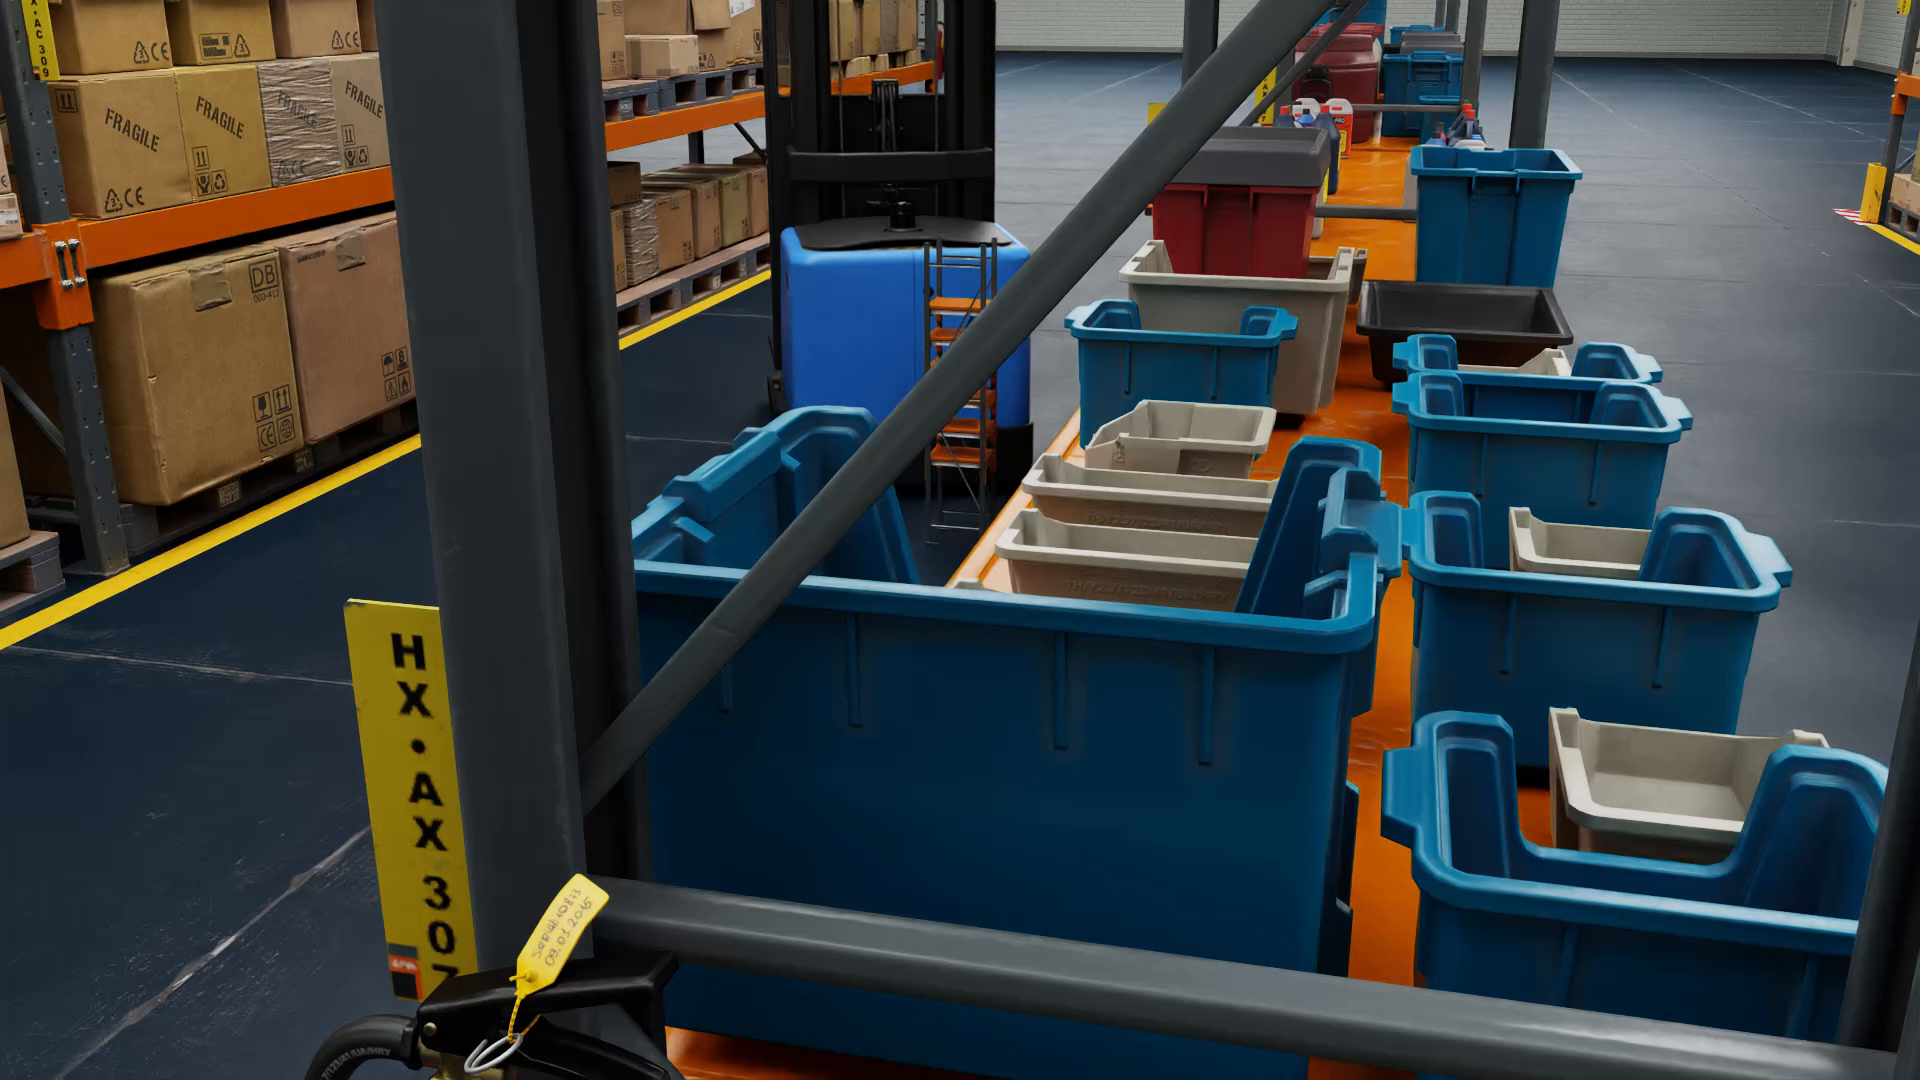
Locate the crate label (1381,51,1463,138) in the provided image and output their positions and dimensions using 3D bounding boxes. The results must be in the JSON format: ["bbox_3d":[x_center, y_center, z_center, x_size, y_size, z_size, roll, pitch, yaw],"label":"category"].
[{"bbox_3d":[2.613,-2.499,9.308,0.502,0.435,0.616,5,19,13],"label":"crate label"}]

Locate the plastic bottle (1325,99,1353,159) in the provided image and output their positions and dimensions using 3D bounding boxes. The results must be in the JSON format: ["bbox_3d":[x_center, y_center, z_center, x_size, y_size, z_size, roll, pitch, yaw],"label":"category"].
[{"bbox_3d":[1.836,-2.011,8.128,0.152,0.276,0.135,5,19,13],"label":"plastic bottle"}]

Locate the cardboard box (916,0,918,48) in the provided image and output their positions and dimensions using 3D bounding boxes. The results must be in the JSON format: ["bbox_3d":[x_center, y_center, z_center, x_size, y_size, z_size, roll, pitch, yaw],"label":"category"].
[{"bbox_3d":[-0.902,-5.109,16.389,0.875,0.500,0.500,5,19,13],"label":"cardboard box"}]

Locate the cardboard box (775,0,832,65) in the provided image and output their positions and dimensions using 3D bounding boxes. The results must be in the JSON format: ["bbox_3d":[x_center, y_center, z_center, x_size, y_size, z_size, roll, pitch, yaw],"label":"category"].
[{"bbox_3d":[-1.548,-4.161,13.615,0.875,0.500,0.500,5,19,13],"label":"cardboard box"}]

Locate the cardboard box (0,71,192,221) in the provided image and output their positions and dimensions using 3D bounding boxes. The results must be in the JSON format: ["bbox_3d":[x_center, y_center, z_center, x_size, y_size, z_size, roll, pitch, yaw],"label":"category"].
[{"bbox_3d":[-3.318,-1.501,6.288,0.500,0.500,0.500,5,19,14],"label":"cardboard box"}]

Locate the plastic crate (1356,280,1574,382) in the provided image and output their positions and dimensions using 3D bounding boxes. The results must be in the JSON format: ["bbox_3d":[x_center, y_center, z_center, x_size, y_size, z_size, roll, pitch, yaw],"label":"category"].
[{"bbox_3d":[1.117,-0.465,3.740,0.437,0.125,0.590,5,19,13],"label":"plastic crate"}]

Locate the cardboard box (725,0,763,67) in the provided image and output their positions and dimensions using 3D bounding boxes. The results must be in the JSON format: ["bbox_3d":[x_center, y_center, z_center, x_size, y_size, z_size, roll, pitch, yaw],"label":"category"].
[{"bbox_3d":[-2.048,-4.082,12.419,1.000,1.000,1.000,5,19,14],"label":"cardboard box"}]

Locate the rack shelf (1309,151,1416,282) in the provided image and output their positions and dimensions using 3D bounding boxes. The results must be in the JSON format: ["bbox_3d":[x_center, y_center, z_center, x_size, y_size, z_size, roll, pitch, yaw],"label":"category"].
[{"bbox_3d":[1.619,-1.225,6.746,1.077,0.370,4.000,5,19,13],"label":"rack shelf"}]

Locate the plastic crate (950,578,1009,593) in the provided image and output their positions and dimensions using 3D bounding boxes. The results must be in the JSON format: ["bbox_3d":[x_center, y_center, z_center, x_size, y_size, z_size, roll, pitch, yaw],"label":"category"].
[{"bbox_3d":[0.177,0.142,1.947,0.396,0.136,0.243,5,19,13],"label":"plastic crate"}]

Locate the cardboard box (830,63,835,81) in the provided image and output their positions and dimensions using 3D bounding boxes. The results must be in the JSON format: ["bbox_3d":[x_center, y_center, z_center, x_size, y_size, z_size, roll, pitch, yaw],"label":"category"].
[{"bbox_3d":[-1.266,-3.920,13.911,0.380,0.149,0.250,5,19,13],"label":"cardboard box"}]

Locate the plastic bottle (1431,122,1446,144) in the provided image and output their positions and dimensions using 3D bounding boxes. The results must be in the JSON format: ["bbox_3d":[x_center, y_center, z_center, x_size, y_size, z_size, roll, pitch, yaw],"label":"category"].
[{"bbox_3d":[1.958,-1.572,6.829,0.061,0.283,0.133,5,19,13],"label":"plastic bottle"}]

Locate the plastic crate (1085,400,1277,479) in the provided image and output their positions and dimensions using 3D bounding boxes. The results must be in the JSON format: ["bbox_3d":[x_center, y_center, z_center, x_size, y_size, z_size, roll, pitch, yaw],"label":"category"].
[{"bbox_3d":[0.360,-0.131,2.747,0.298,0.136,0.250,5,19,13],"label":"plastic crate"}]

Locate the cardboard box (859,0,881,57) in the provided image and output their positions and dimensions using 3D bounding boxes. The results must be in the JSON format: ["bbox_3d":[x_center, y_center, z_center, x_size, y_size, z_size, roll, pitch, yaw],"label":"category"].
[{"bbox_3d":[-1.205,-4.633,14.997,0.875,0.500,0.500,5,19,13],"label":"cardboard box"}]

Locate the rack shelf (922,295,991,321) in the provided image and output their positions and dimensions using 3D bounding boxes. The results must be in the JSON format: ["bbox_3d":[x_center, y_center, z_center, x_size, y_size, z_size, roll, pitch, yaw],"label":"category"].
[{"bbox_3d":[0.004,-0.871,6.405,0.258,0.103,0.180,5,19,13],"label":"rack shelf"}]

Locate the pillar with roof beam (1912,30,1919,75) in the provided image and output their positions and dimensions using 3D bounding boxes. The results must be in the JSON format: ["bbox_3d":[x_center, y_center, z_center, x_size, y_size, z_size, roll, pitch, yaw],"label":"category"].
[{"bbox_3d":[16.026,-14.331,34.722,9.100,9.000,0.400,5,19,13],"label":"pillar with roof beam"}]

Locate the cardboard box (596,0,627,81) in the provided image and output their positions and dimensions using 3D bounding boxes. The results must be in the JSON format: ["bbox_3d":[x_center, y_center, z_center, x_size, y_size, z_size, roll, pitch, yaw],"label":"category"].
[{"bbox_3d":[-2.563,-3.185,10.566,0.700,0.500,0.500,8,20,21],"label":"cardboard box"}]

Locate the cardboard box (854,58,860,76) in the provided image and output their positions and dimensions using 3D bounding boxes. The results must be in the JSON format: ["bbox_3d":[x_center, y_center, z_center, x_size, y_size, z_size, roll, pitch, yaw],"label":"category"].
[{"bbox_3d":[-1.092,-4.156,14.602,0.380,0.149,0.250,5,19,13],"label":"cardboard box"}]

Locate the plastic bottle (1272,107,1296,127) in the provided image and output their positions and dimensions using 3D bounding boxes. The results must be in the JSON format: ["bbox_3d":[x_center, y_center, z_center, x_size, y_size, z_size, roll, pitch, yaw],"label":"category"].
[{"bbox_3d":[1.307,-1.574,6.732,0.144,0.351,0.185,5,19,13],"label":"plastic bottle"}]

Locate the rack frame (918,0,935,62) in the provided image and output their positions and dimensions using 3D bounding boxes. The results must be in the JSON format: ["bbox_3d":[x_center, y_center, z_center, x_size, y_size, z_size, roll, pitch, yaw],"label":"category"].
[{"bbox_3d":[-0.741,-5.091,16.951,1.000,3.000,0.127,5,19,13],"label":"rack frame"}]

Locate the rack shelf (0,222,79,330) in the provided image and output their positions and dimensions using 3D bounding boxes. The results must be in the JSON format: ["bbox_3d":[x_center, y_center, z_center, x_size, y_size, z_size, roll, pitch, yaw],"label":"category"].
[{"bbox_3d":[-4.161,-0.362,4.221,1.077,0.370,4.000,5,19,13],"label":"rack shelf"}]

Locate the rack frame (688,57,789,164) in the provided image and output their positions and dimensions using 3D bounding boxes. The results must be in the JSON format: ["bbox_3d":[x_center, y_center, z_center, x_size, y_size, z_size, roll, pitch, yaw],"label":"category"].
[{"bbox_3d":[-1.718,-3.837,13.281,1.000,3.000,0.127,5,19,13],"label":"rack frame"}]

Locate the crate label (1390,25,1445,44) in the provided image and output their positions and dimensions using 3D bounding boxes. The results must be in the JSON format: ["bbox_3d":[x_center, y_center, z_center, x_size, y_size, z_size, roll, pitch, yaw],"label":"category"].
[{"bbox_3d":[3.875,-4.118,14.049,0.502,0.435,0.616,5,19,13],"label":"crate label"}]

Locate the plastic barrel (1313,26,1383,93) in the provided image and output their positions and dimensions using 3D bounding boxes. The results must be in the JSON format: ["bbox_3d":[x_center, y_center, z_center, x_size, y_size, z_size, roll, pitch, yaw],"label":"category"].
[{"bbox_3d":[2.459,-2.998,10.613,0.433,0.535,0.433,0,19,0],"label":"plastic barrel"}]

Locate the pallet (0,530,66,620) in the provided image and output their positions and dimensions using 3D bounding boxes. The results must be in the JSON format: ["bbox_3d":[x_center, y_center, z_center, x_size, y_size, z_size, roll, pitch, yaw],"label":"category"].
[{"bbox_3d":[-3.934,0.222,5.711,1.003,0.211,1.213,5,19,13],"label":"pallet"}]

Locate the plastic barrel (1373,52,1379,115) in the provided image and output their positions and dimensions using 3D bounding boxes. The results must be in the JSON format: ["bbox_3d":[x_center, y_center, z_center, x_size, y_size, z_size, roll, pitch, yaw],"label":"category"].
[{"bbox_3d":[2.152,-2.584,9.440,0.421,0.512,0.421,0,19,0],"label":"plastic barrel"}]

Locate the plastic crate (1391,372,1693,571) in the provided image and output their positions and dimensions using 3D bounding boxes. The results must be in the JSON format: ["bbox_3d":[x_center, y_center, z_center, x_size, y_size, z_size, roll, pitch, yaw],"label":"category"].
[{"bbox_3d":[0.854,-0.098,2.500,0.416,0.233,0.300,5,19,13],"label":"plastic crate"}]

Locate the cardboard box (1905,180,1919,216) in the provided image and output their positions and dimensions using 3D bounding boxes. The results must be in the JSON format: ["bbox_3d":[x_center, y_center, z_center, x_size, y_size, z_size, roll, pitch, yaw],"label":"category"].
[{"bbox_3d":[8.399,-2.897,14.134,0.500,0.250,0.500,5,19,13],"label":"cardboard box"}]

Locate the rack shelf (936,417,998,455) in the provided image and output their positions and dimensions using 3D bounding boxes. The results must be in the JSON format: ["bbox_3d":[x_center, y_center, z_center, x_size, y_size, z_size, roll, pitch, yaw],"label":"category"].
[{"bbox_3d":[0.004,-0.417,6.560,0.258,0.103,0.180,5,19,13],"label":"rack shelf"}]

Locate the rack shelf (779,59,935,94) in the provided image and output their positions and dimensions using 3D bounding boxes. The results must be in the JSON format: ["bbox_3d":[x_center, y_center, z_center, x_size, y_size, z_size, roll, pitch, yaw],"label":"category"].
[{"bbox_3d":[-1.229,-4.123,15.232,1.077,0.370,4.000,5,19,13],"label":"rack shelf"}]

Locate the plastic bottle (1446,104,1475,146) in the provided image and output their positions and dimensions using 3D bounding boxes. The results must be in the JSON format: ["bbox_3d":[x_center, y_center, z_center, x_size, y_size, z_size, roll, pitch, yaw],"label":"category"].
[{"bbox_3d":[2.064,-1.604,6.818,0.144,0.351,0.185,5,19,13],"label":"plastic bottle"}]

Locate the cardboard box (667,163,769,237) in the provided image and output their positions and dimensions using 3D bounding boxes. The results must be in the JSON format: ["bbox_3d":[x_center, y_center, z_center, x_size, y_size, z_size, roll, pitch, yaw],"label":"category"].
[{"bbox_3d":[-1.889,-2.672,13.055,0.700,0.500,0.500,3,19,9],"label":"cardboard box"}]

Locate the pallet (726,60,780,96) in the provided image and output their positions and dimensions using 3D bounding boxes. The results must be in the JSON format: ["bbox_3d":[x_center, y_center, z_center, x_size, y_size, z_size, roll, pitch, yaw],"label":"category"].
[{"bbox_3d":[-2.046,-3.518,12.644,1.003,0.211,1.213,5,19,13],"label":"pallet"}]

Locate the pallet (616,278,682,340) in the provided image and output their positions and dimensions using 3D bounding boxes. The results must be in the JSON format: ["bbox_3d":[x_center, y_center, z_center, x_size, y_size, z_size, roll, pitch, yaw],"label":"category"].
[{"bbox_3d":[-2.503,-1.509,10.778,1.003,0.211,1.213,5,19,13],"label":"pallet"}]

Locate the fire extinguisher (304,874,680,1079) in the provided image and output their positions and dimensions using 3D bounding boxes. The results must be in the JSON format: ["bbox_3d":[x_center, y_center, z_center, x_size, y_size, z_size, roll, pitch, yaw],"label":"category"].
[{"bbox_3d":[-0.324,0.540,1.163,0.296,0.674,0.183,5,19,13],"label":"fire extinguisher"}]

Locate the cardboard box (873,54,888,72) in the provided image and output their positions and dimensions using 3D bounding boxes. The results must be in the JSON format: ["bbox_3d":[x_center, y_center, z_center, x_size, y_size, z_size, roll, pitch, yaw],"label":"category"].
[{"bbox_3d":[-0.875,-4.388,15.282,0.380,0.149,0.250,5,19,13],"label":"cardboard box"}]

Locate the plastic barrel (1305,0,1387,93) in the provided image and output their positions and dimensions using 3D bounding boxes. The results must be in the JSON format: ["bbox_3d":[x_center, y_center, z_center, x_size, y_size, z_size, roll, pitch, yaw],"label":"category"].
[{"bbox_3d":[2.697,-3.586,11.770,0.600,0.901,0.708,5,19,13],"label":"plastic barrel"}]

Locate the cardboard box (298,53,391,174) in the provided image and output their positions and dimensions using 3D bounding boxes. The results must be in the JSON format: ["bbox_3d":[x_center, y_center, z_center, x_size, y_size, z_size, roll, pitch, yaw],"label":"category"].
[{"bbox_3d":[-2.952,-1.978,7.684,0.500,0.500,0.500,5,19,14],"label":"cardboard box"}]

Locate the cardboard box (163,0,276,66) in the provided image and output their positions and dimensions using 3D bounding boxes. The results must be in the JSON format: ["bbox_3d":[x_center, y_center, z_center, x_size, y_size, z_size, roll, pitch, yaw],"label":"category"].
[{"bbox_3d":[-3.345,-2.267,6.976,0.797,0.503,0.637,5,19,14],"label":"cardboard box"}]

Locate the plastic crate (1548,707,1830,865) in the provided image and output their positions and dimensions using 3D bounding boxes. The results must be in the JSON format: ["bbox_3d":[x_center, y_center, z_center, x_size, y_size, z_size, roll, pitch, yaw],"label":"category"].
[{"bbox_3d":[0.691,0.266,1.582,0.250,0.136,0.298,5,19,13],"label":"plastic crate"}]

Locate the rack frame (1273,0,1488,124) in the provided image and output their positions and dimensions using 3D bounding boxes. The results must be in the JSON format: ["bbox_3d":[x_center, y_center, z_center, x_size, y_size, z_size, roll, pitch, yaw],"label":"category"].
[{"bbox_3d":[2.108,-2.192,8.465,1.000,3.000,0.127,5,19,13],"label":"rack frame"}]

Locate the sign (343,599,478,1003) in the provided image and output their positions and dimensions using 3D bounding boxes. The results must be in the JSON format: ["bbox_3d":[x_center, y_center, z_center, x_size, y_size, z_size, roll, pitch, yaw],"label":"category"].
[{"bbox_3d":[-0.384,0.200,1.210,0.100,0.325,0.005,5,19,13],"label":"sign"}]

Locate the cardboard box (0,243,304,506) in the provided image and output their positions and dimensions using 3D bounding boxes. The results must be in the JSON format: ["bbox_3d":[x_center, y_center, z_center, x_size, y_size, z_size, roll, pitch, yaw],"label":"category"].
[{"bbox_3d":[-3.535,-0.725,6.807,1.225,0.875,0.875,5,19,14],"label":"cardboard box"}]

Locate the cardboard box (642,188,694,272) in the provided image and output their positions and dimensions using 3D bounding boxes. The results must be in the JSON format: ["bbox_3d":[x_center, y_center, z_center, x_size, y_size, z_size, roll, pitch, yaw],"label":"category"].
[{"bbox_3d":[-2.296,-2.173,11.596,0.700,0.500,0.500,6,20,18],"label":"cardboard box"}]

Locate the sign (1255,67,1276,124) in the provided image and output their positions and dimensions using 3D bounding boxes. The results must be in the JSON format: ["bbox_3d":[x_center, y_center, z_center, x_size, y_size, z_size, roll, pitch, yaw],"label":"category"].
[{"bbox_3d":[1.573,-2.311,8.559,0.100,0.325,0.005,5,19,13],"label":"sign"}]

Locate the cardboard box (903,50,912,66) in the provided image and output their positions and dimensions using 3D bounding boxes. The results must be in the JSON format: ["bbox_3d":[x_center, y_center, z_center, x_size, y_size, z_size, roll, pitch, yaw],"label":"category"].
[{"bbox_3d":[-0.683,-4.706,16.212,0.380,0.149,0.250,5,19,13],"label":"cardboard box"}]

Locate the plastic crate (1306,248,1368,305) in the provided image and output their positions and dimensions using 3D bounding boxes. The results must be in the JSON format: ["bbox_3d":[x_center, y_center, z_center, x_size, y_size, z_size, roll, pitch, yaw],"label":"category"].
[{"bbox_3d":[0.878,-0.707,4.433,0.396,0.136,0.243,5,19,13],"label":"plastic crate"}]

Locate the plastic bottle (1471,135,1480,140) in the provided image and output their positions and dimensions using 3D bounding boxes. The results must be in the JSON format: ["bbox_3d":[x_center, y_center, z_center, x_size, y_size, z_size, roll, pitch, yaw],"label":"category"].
[{"bbox_3d":[1.975,-1.420,6.404,0.097,0.271,0.097,0,19,0],"label":"plastic bottle"}]

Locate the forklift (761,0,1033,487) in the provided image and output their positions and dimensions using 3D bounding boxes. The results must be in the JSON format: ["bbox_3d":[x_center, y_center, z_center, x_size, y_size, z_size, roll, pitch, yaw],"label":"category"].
[{"bbox_3d":[-0.414,-2.036,8.115,1.130,2.935,3.031,-3,19,-8],"label":"forklift"}]

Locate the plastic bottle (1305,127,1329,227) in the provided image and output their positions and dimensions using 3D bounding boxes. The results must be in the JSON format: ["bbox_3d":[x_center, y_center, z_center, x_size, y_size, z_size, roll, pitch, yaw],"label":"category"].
[{"bbox_3d":[1.223,-1.276,5.858,0.144,0.351,0.185,5,19,13],"label":"plastic bottle"}]

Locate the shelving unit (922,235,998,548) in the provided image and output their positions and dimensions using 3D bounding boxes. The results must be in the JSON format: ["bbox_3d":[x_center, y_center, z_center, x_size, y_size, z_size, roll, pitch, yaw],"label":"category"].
[{"bbox_3d":[0.004,-0.572,6.507,0.258,1.200,0.189,5,19,13],"label":"shelving unit"}]

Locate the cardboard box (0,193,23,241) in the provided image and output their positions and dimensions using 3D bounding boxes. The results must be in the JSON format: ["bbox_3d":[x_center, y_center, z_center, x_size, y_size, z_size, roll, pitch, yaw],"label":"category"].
[{"bbox_3d":[-3.429,-1.089,5.625,0.380,0.149,0.250,5,19,14],"label":"cardboard box"}]

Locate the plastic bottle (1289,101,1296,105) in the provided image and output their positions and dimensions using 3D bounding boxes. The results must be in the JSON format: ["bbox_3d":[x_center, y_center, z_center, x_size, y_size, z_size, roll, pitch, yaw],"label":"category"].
[{"bbox_3d":[1.564,-1.927,7.870,0.061,0.283,0.133,5,19,13],"label":"plastic bottle"}]
